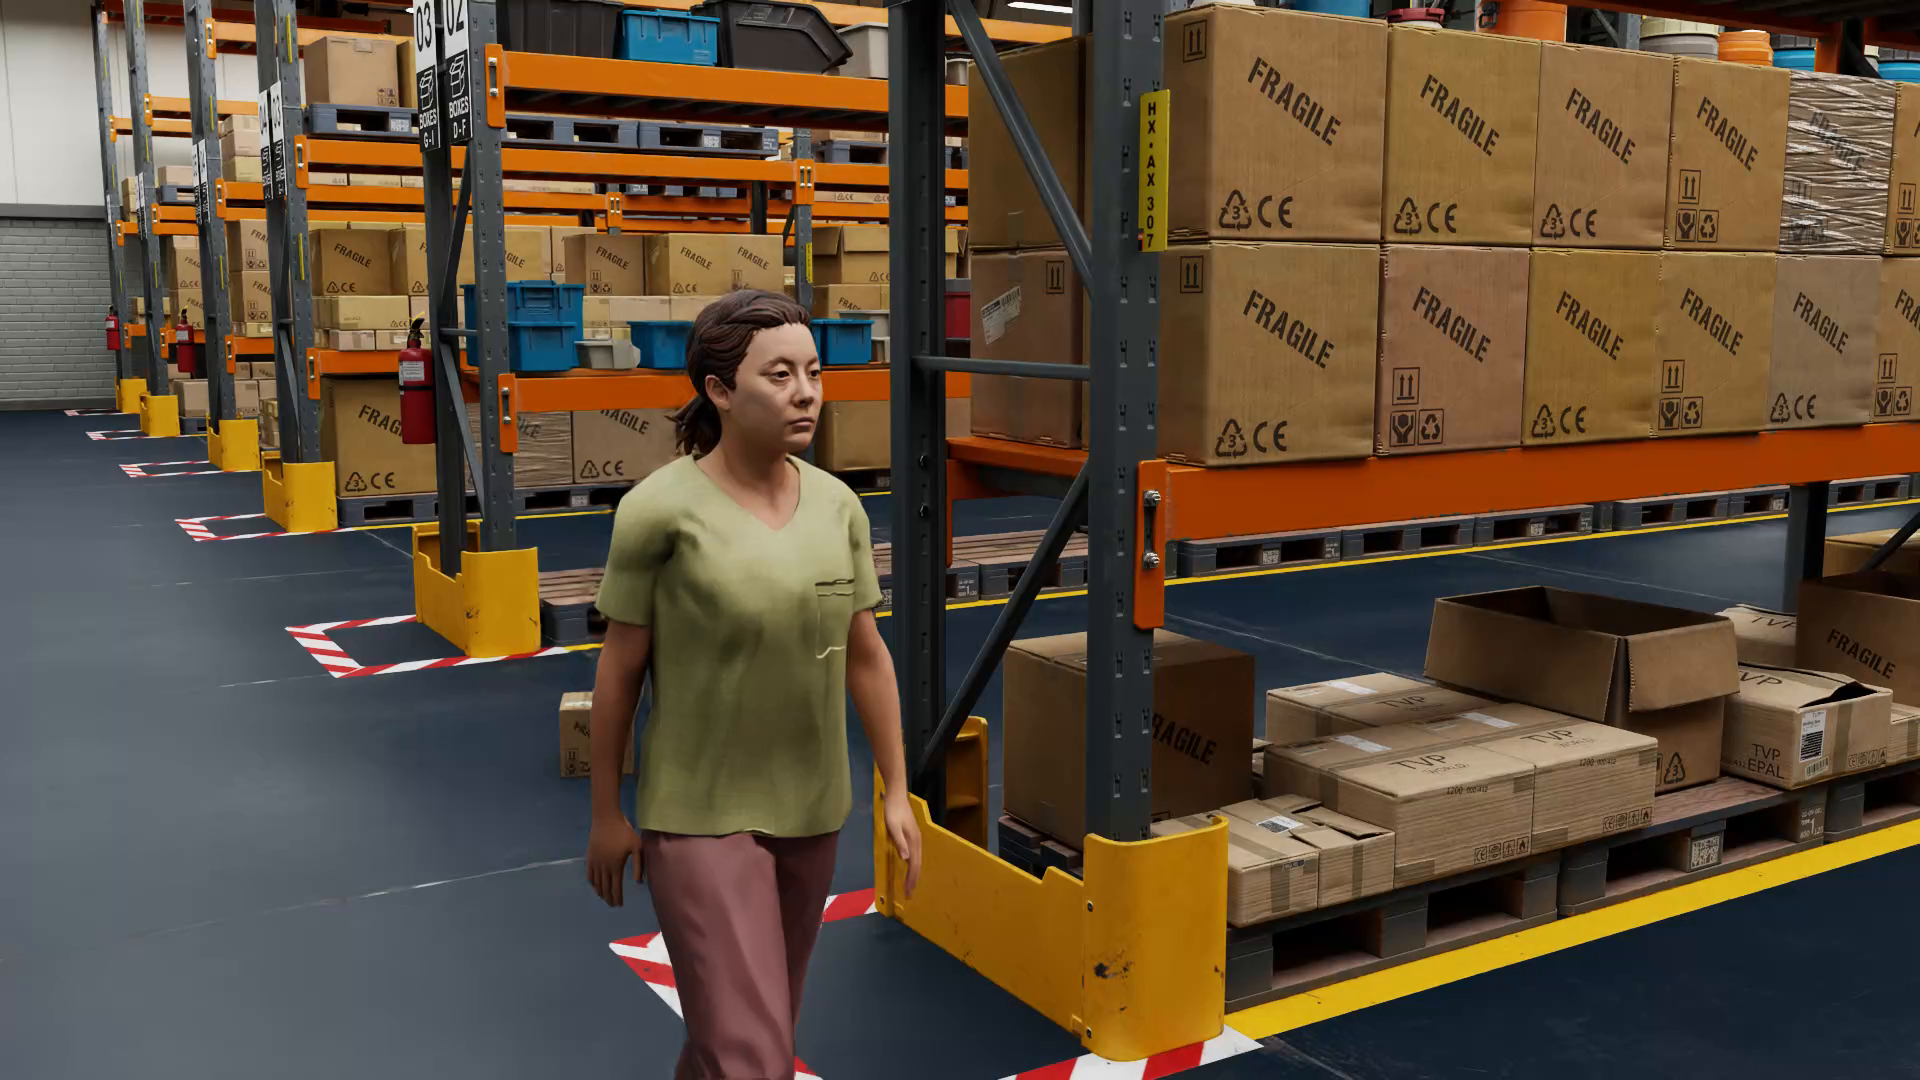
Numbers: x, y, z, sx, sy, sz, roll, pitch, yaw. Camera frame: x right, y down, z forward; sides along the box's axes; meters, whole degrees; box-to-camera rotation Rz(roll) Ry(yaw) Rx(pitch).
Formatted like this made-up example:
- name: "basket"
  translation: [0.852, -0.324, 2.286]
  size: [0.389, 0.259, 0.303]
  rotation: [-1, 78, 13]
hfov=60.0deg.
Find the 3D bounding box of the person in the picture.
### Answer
- name: "person"
  translation: [-0.305, 0.476, 2.603]
  size: [0.474, 1.719, 0.600]
  rotation: [-7, 11, -39]
